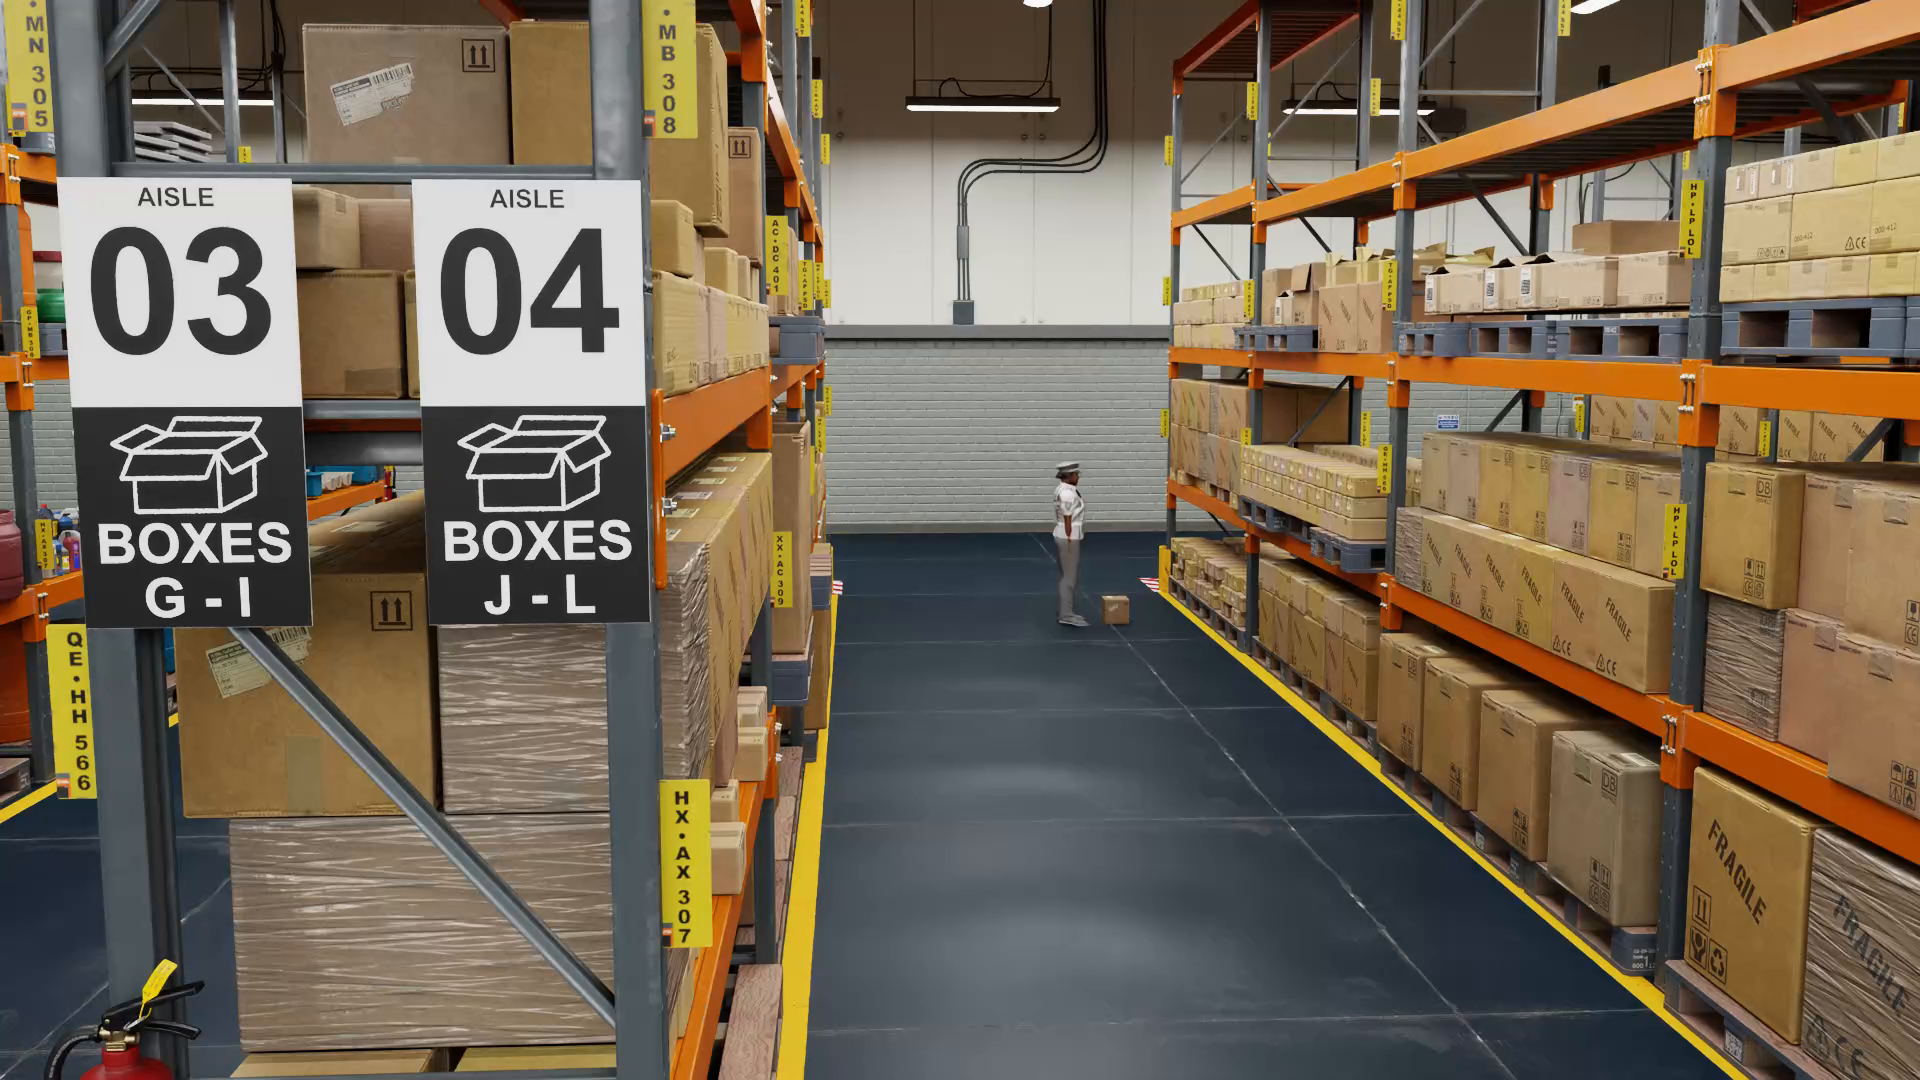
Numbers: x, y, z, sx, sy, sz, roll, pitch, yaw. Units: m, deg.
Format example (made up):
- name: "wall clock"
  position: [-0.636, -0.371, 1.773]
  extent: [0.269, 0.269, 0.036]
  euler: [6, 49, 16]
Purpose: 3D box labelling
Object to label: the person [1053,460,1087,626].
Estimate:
- name: "person"
  position: [1.123, 0.023, 17.052]
  extent: [0.338, 1.684, 0.442]
  euler: [0, 7, -3]
